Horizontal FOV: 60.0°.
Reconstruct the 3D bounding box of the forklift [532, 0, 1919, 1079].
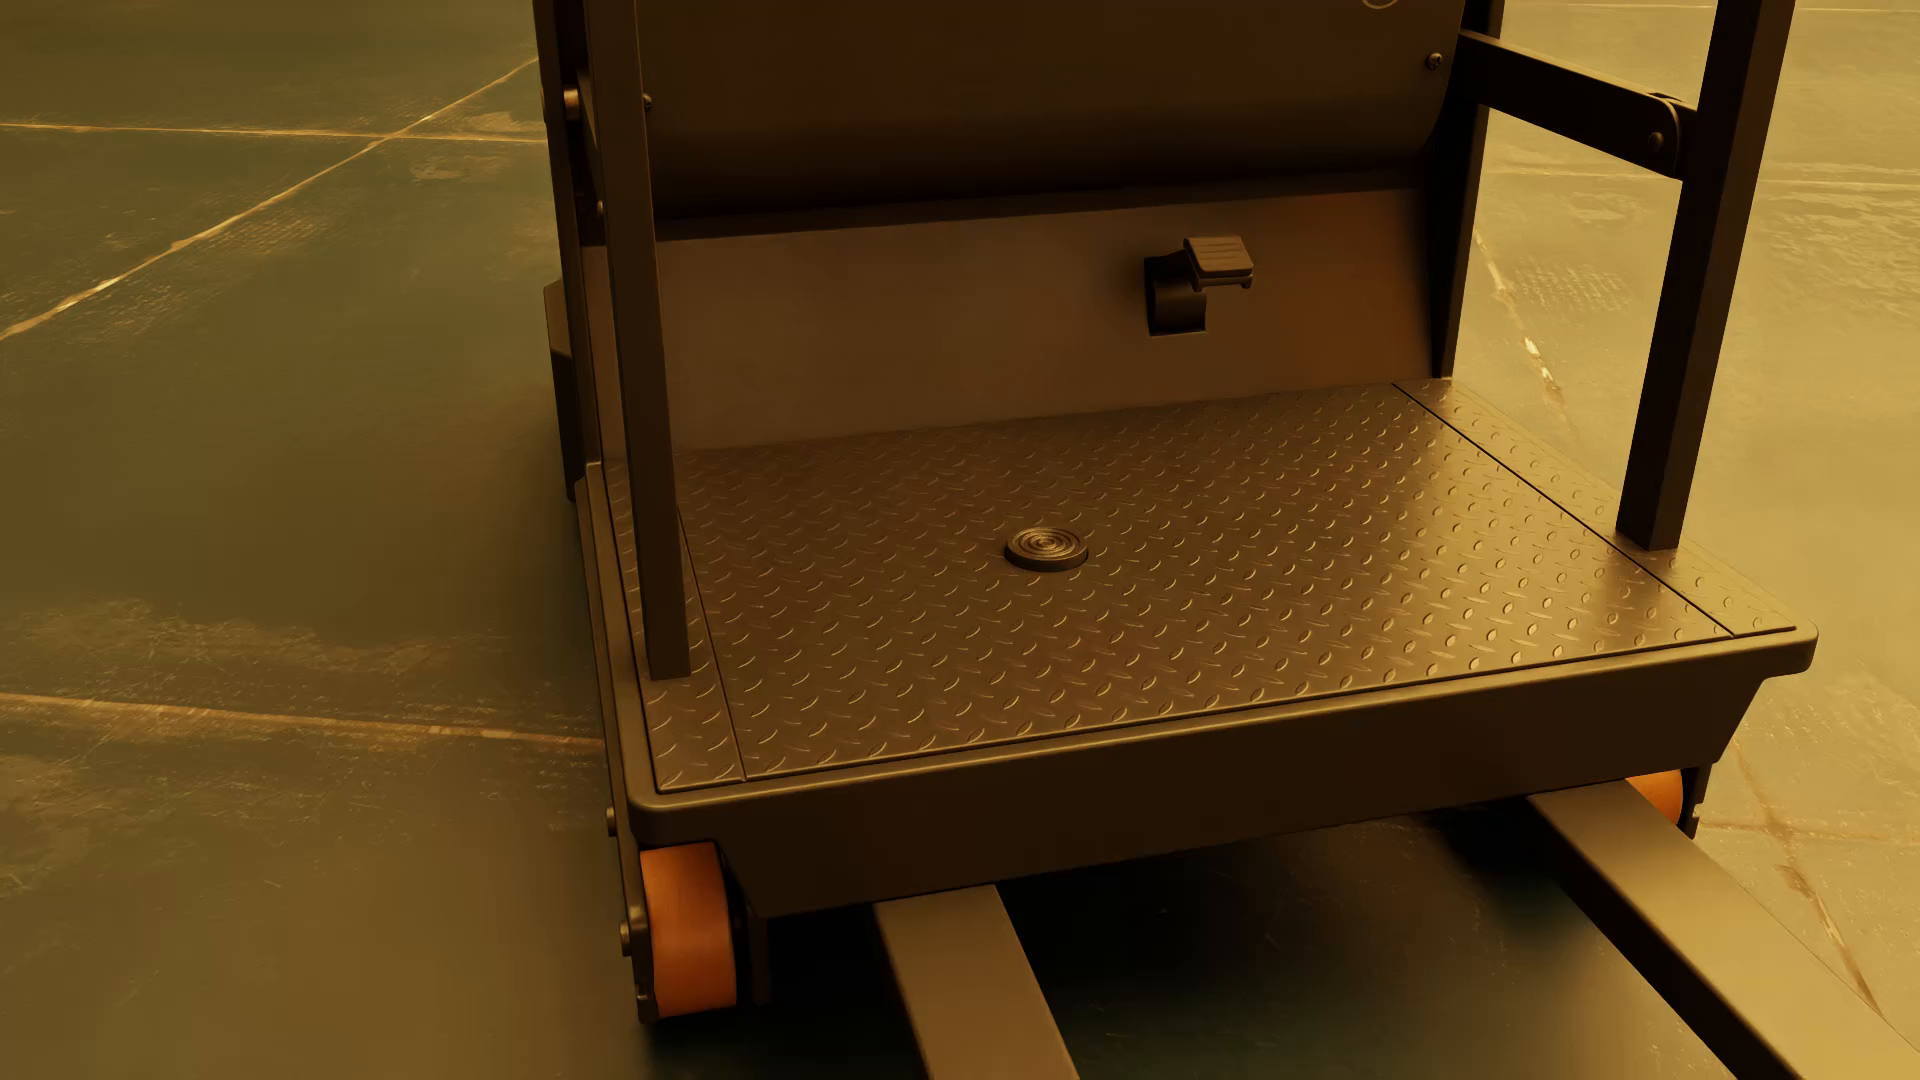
[{"bbox_3d":[0.153,-1.049,1.319,1.130,2.935,3.031,-7,27,-13],"label":"forklift"}]
